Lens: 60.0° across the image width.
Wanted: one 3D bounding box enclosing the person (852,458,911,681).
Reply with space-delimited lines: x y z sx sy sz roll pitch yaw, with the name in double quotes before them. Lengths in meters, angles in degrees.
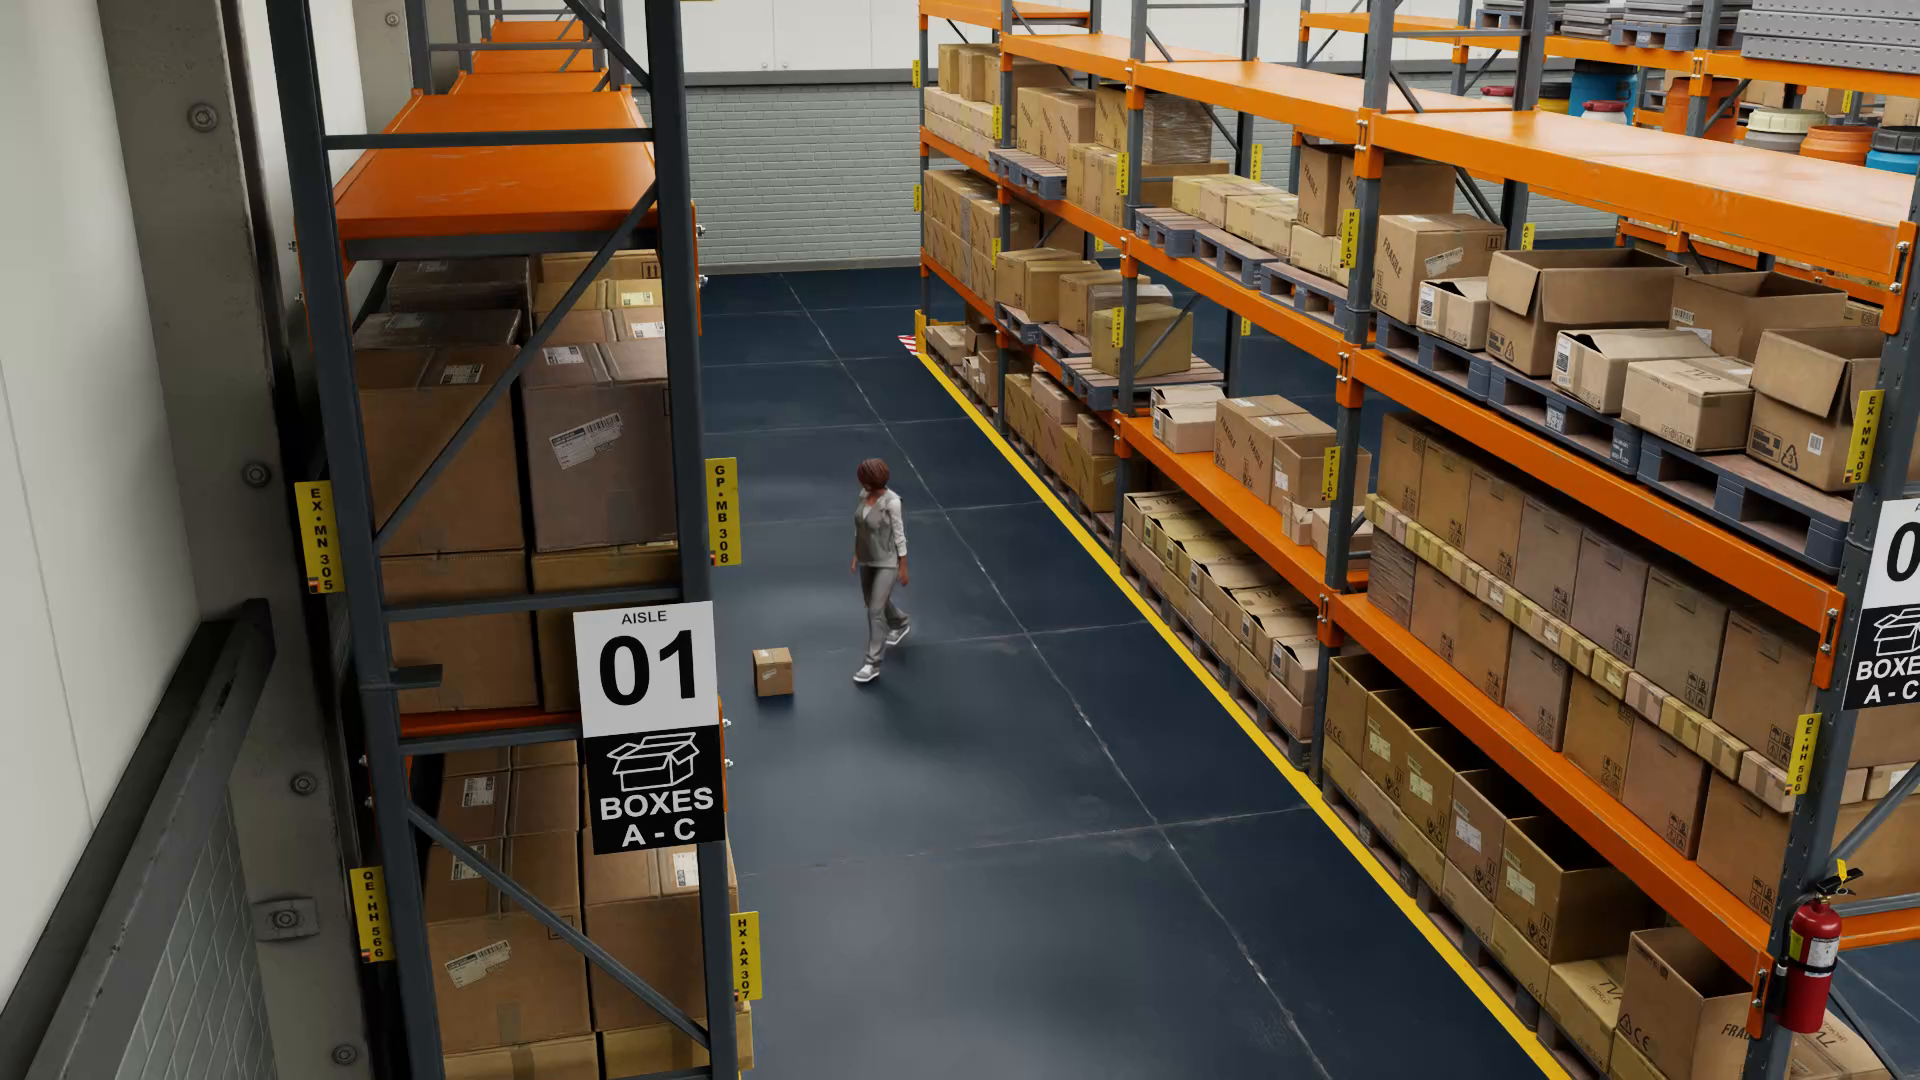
"person" -0.572 0.157 11.880 0.791 1.565 0.441 -19 27 -42
